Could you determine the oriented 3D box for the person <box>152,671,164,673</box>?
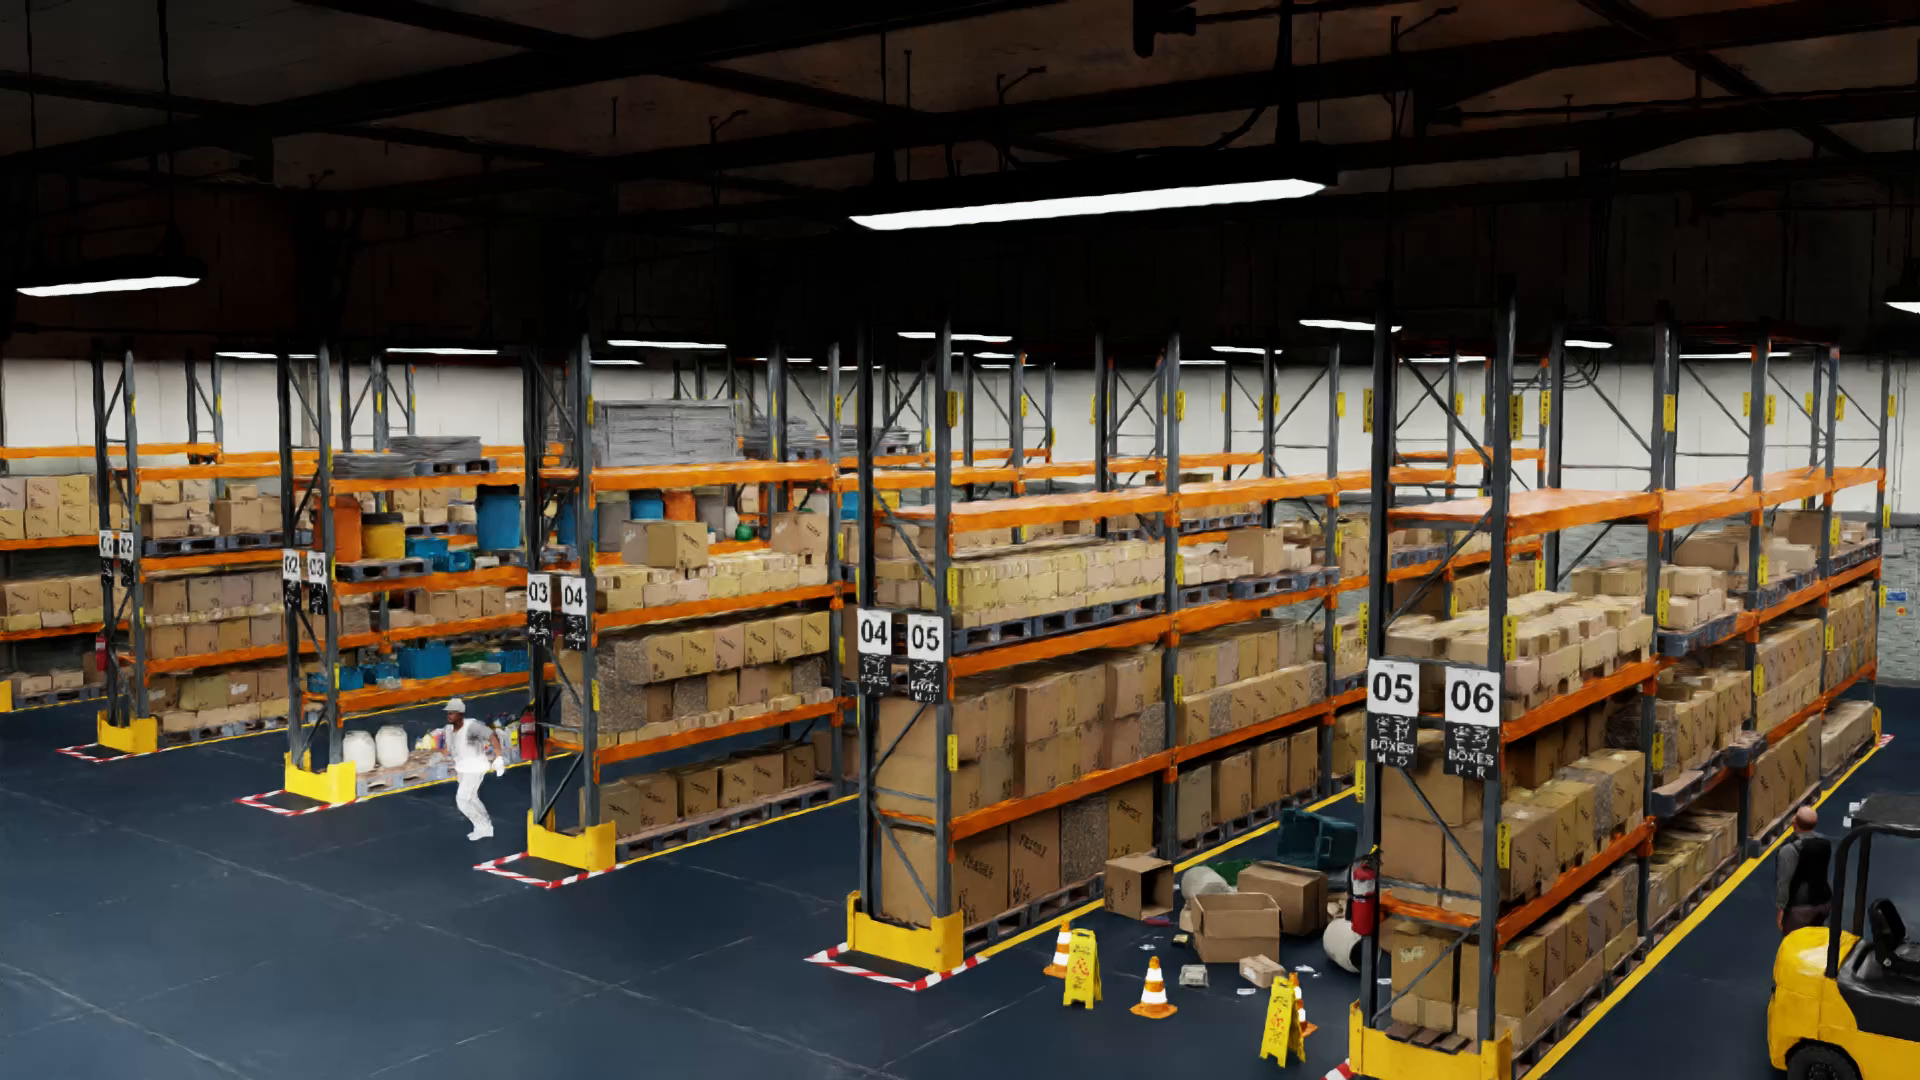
[{"bbox_3d":[-13.226,1.946,27.281,0.422,1.676,0.502,1,5,7],"label":"person"}]

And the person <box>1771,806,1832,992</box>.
[{"bbox_3d":[7.031,3.078,13.983,0.578,1.725,0.494,-2,5,-23],"label":"person"}]

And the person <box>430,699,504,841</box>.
[{"bbox_3d":[-5.672,2.658,19.145,0.704,1.707,0.791,5,7,43],"label":"person"}]

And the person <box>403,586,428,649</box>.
[{"bbox_3d":[-10.401,1.476,31.942,0.525,1.785,0.635,2,5,18],"label":"person"}]
